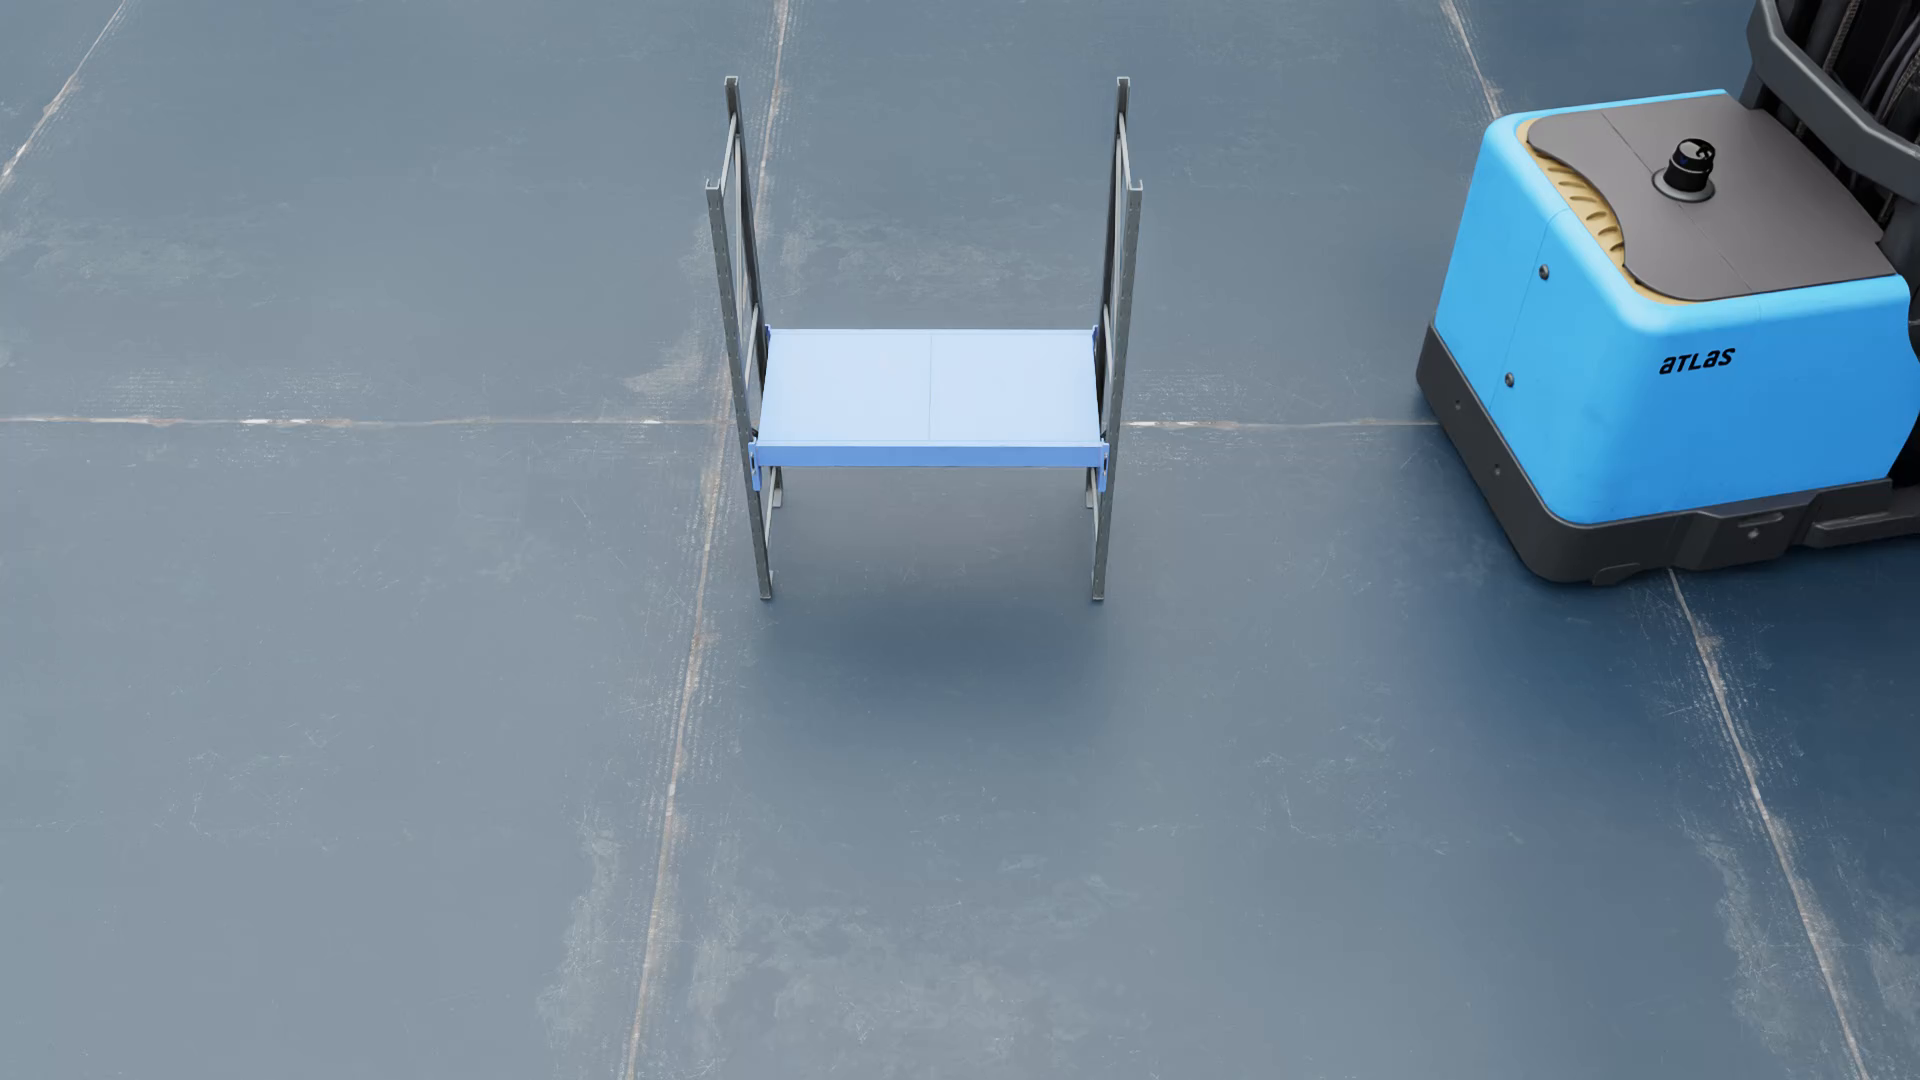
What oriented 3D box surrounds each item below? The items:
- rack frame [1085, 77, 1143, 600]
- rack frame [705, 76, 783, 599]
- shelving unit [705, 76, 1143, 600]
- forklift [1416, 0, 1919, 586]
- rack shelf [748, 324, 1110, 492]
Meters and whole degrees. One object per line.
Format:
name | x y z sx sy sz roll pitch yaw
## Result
rack frame | 0.423 -0.510 4.700 0.032 1.500 0.500 0 47 0
rack frame | -0.594 -0.513 4.703 0.032 1.500 0.500 0 47 0
shelving unit | -0.085 -0.511 4.701 1.048 1.500 0.538 0 47 0
forklift | 3.123 -1.408 4.558 3.031 2.935 1.130 -9 48 -8
rack shelf | -0.085 -0.389 4.833 1.000 0.185 0.538 0 47 0
